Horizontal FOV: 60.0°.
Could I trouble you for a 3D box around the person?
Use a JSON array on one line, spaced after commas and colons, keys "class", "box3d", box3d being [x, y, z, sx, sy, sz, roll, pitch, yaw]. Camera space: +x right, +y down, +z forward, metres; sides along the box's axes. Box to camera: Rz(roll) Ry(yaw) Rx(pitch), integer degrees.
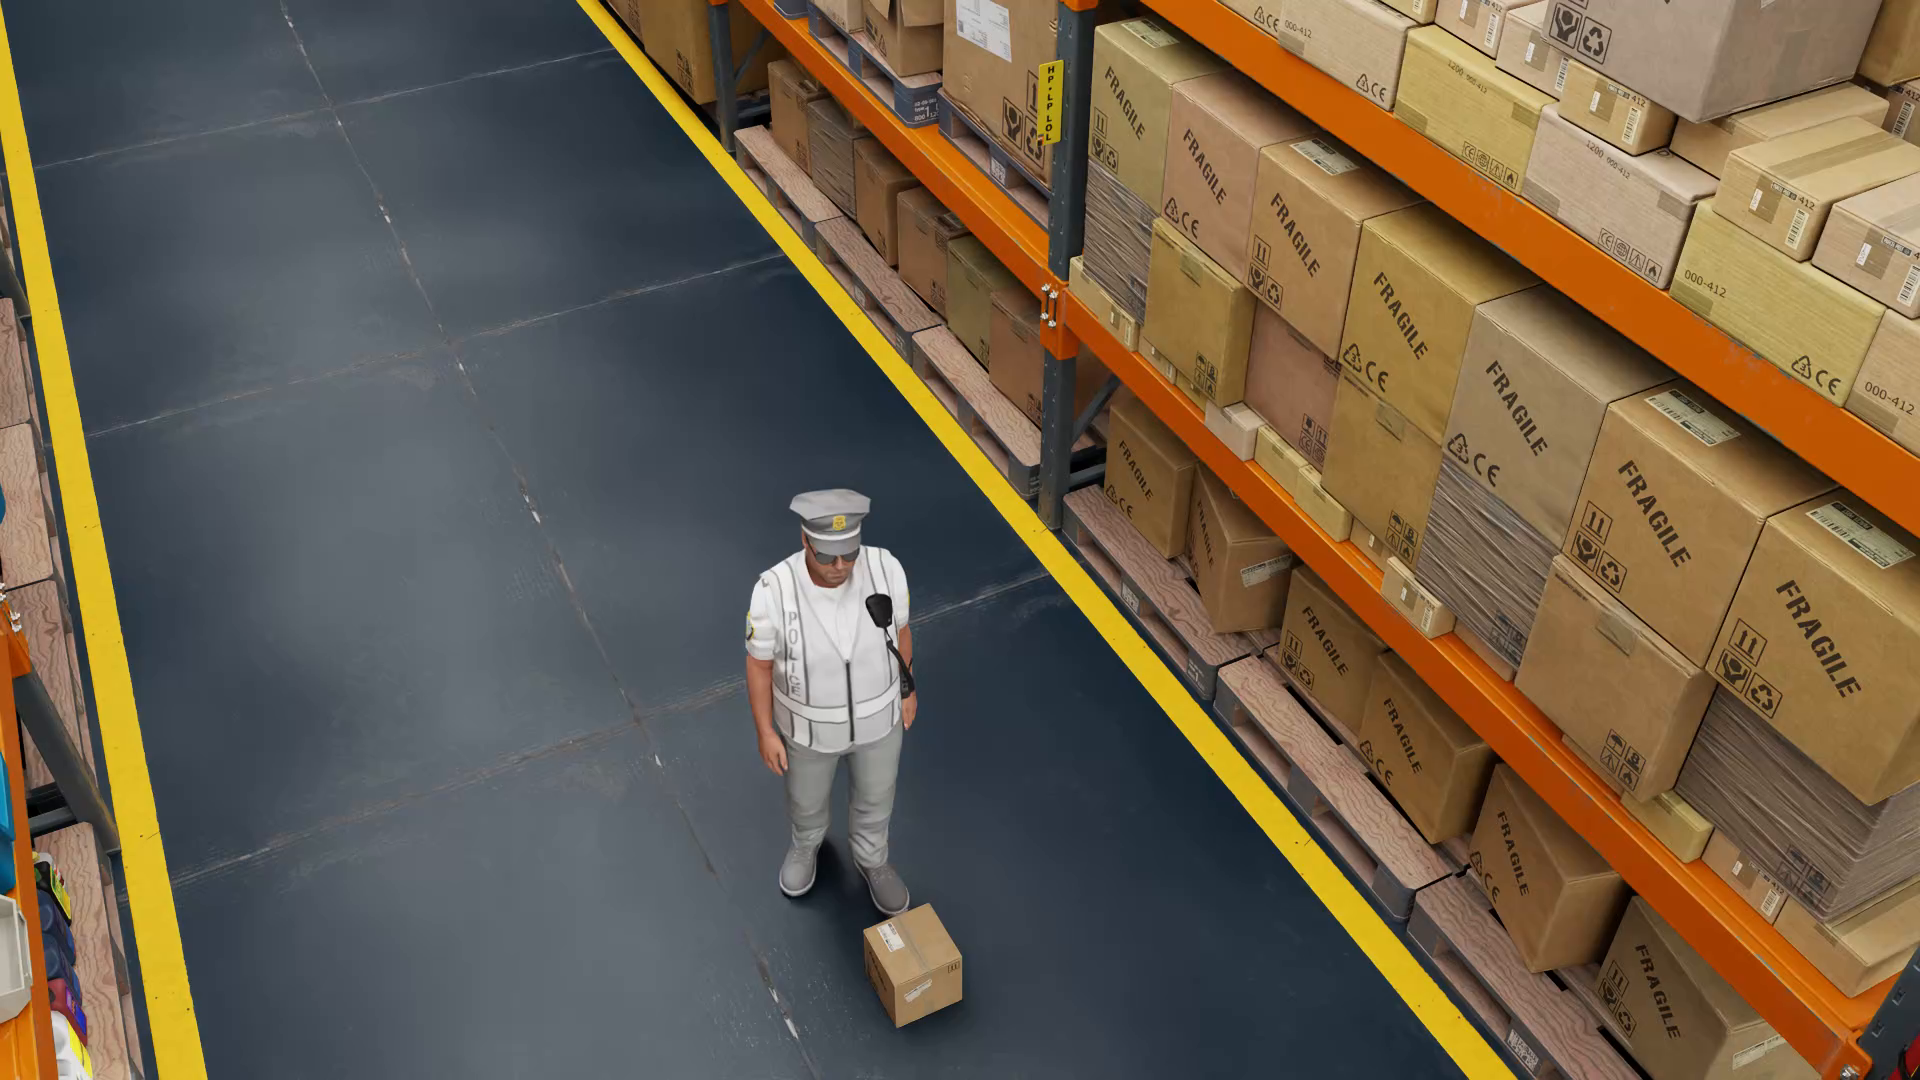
[{"class": "person", "box3d": [-0.406, 0.556, 5.491, 0.570, 1.772, 0.494, -12, 42, -13]}]
